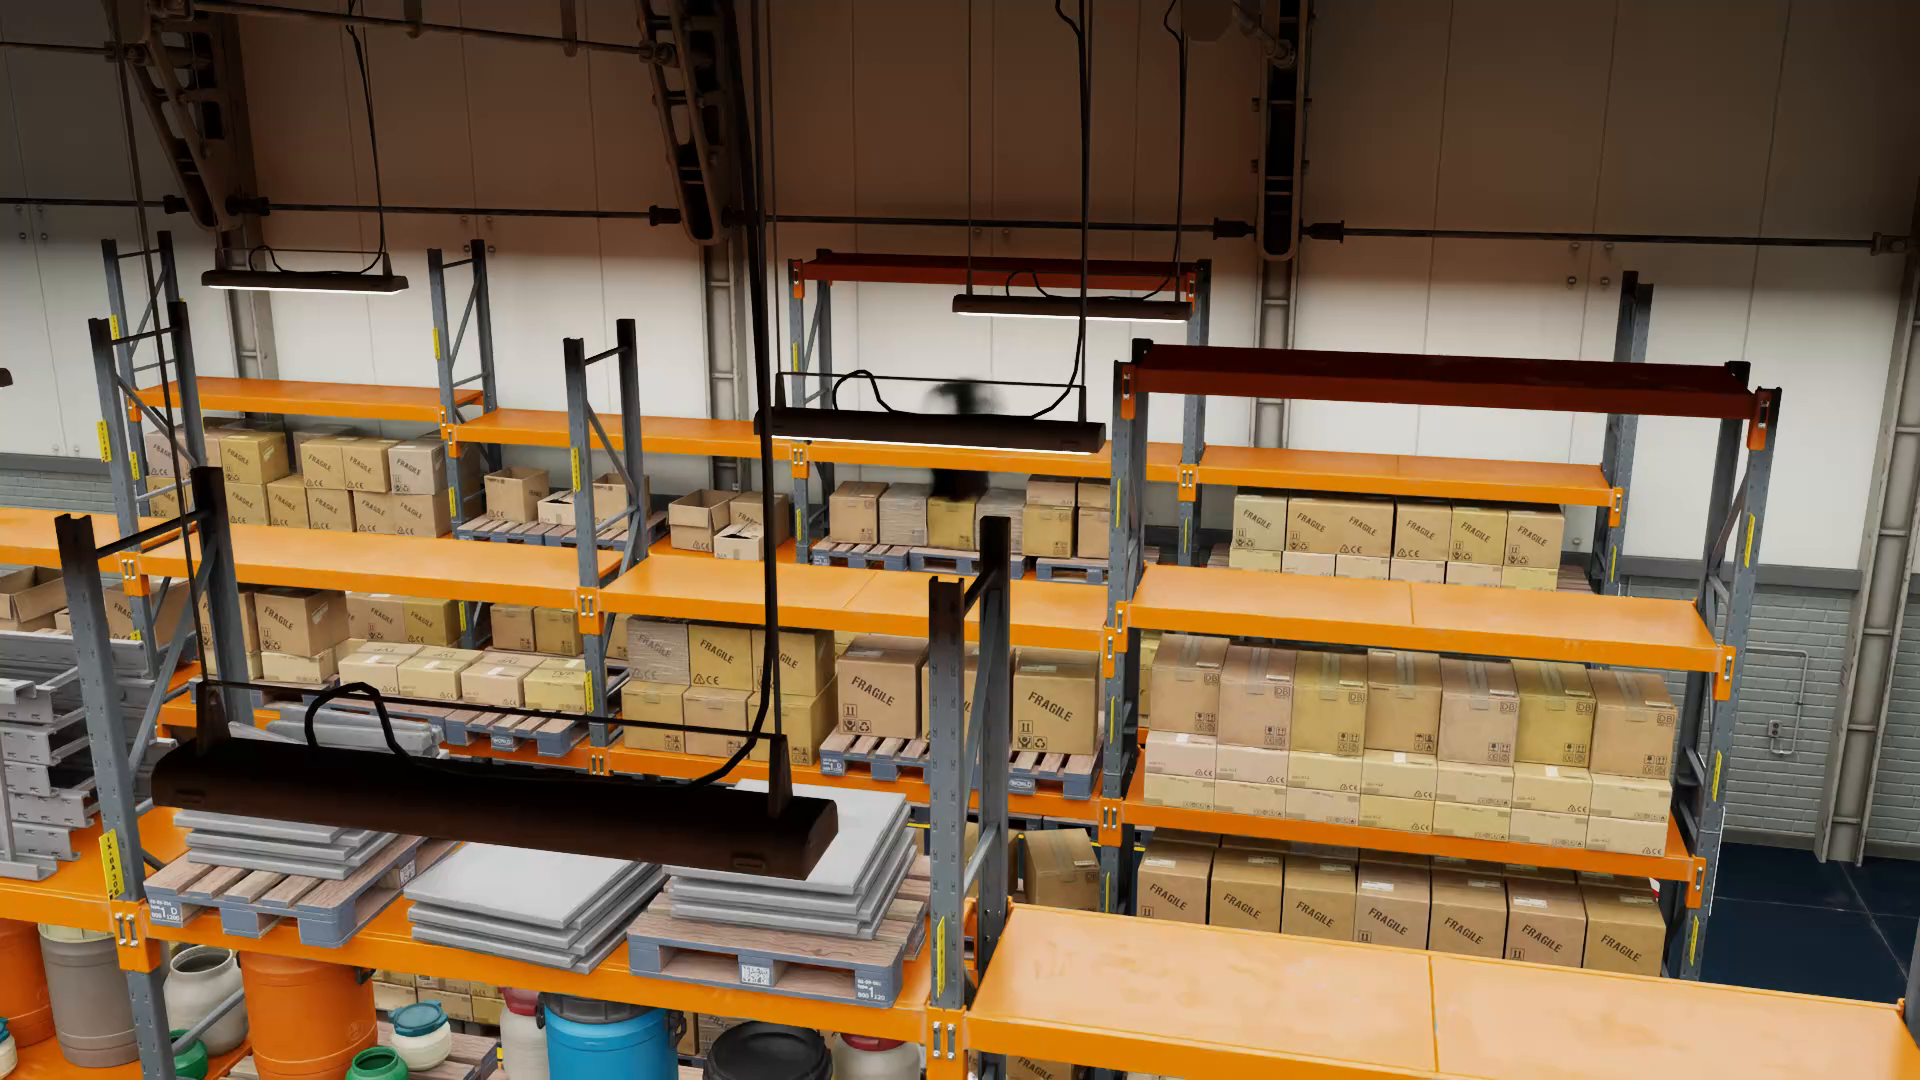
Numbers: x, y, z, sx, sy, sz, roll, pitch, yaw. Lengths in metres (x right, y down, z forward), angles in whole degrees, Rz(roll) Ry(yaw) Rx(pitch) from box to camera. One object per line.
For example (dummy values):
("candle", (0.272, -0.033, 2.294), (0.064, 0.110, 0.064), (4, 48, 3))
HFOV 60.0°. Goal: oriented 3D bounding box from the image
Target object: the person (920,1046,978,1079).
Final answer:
("person", (0.029, 4.168, 11.109), (0.611, 1.700, 0.718), (9, 19, 29))
